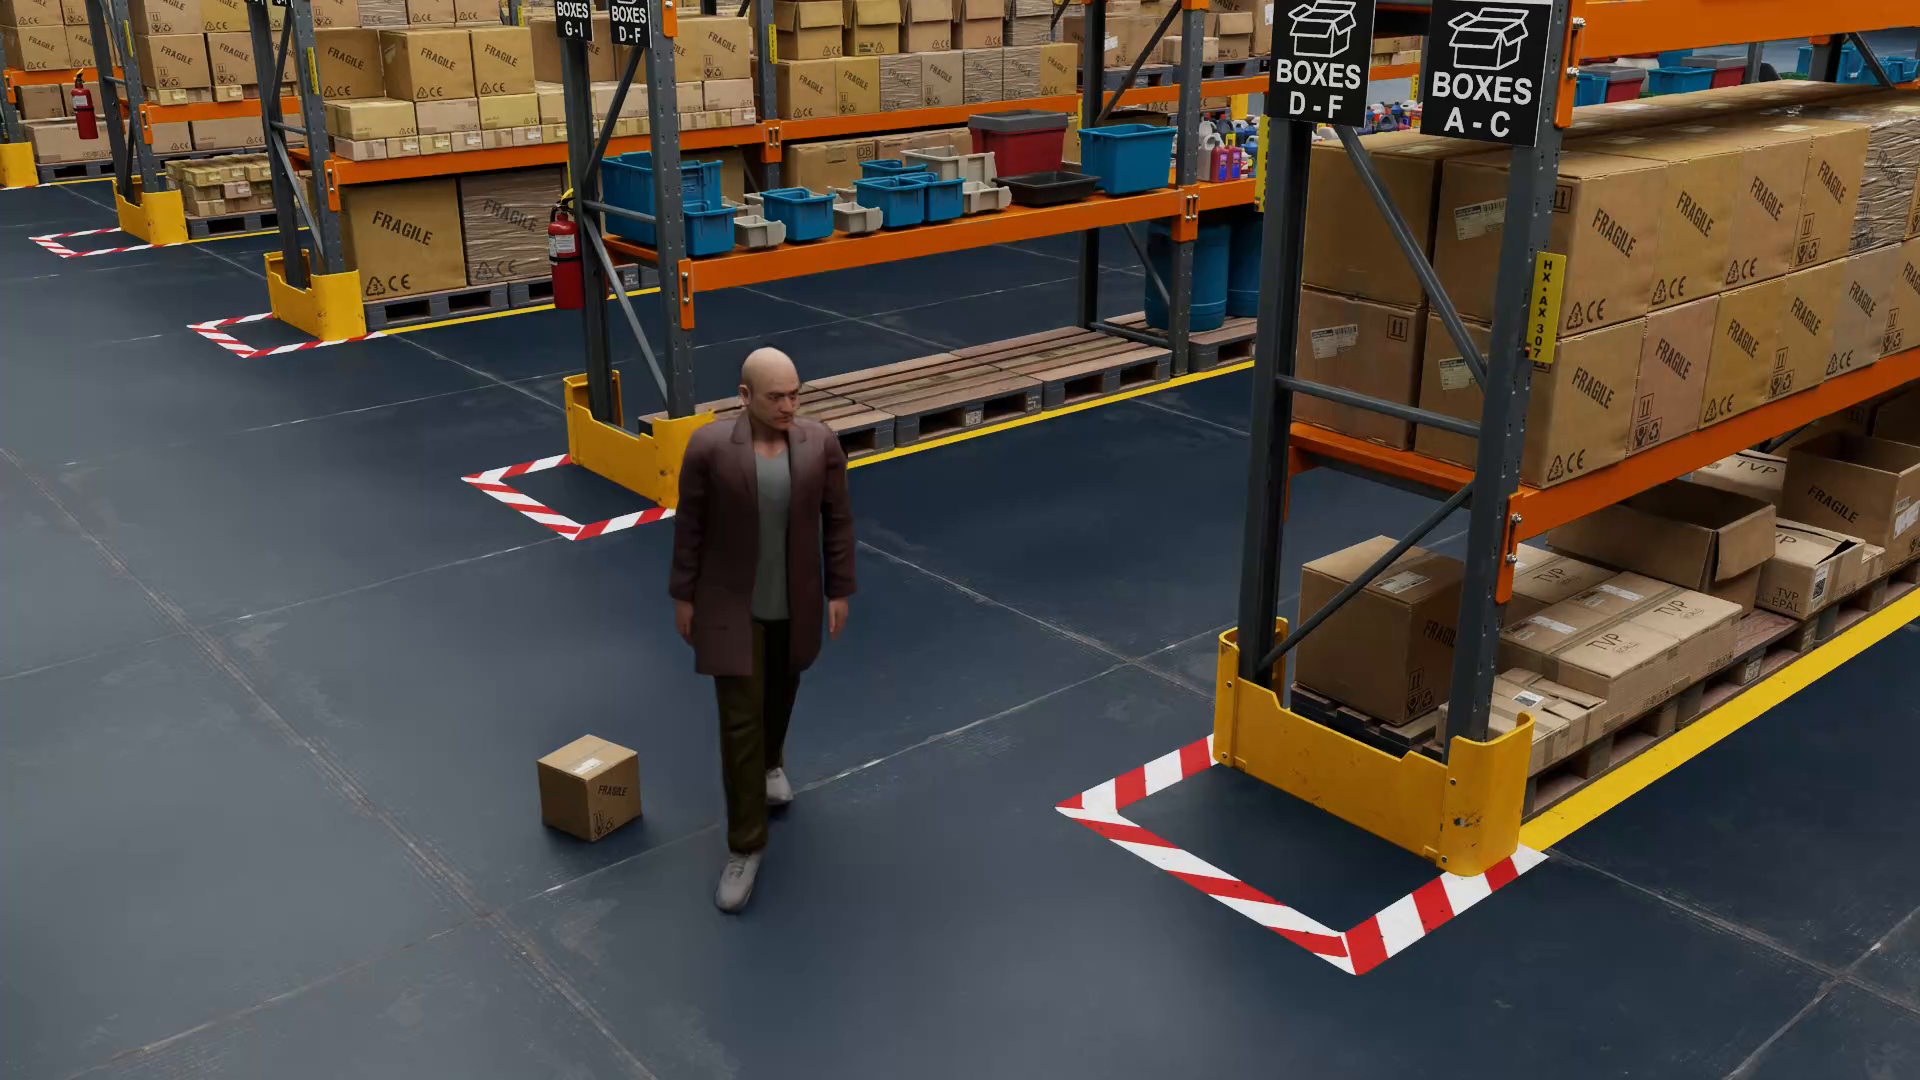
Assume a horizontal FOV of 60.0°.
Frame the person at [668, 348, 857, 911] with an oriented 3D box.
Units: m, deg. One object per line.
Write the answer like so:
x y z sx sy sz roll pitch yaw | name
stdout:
-0.648 0.208 5.571 0.639 1.758 0.904 -8 22 -21 | person
